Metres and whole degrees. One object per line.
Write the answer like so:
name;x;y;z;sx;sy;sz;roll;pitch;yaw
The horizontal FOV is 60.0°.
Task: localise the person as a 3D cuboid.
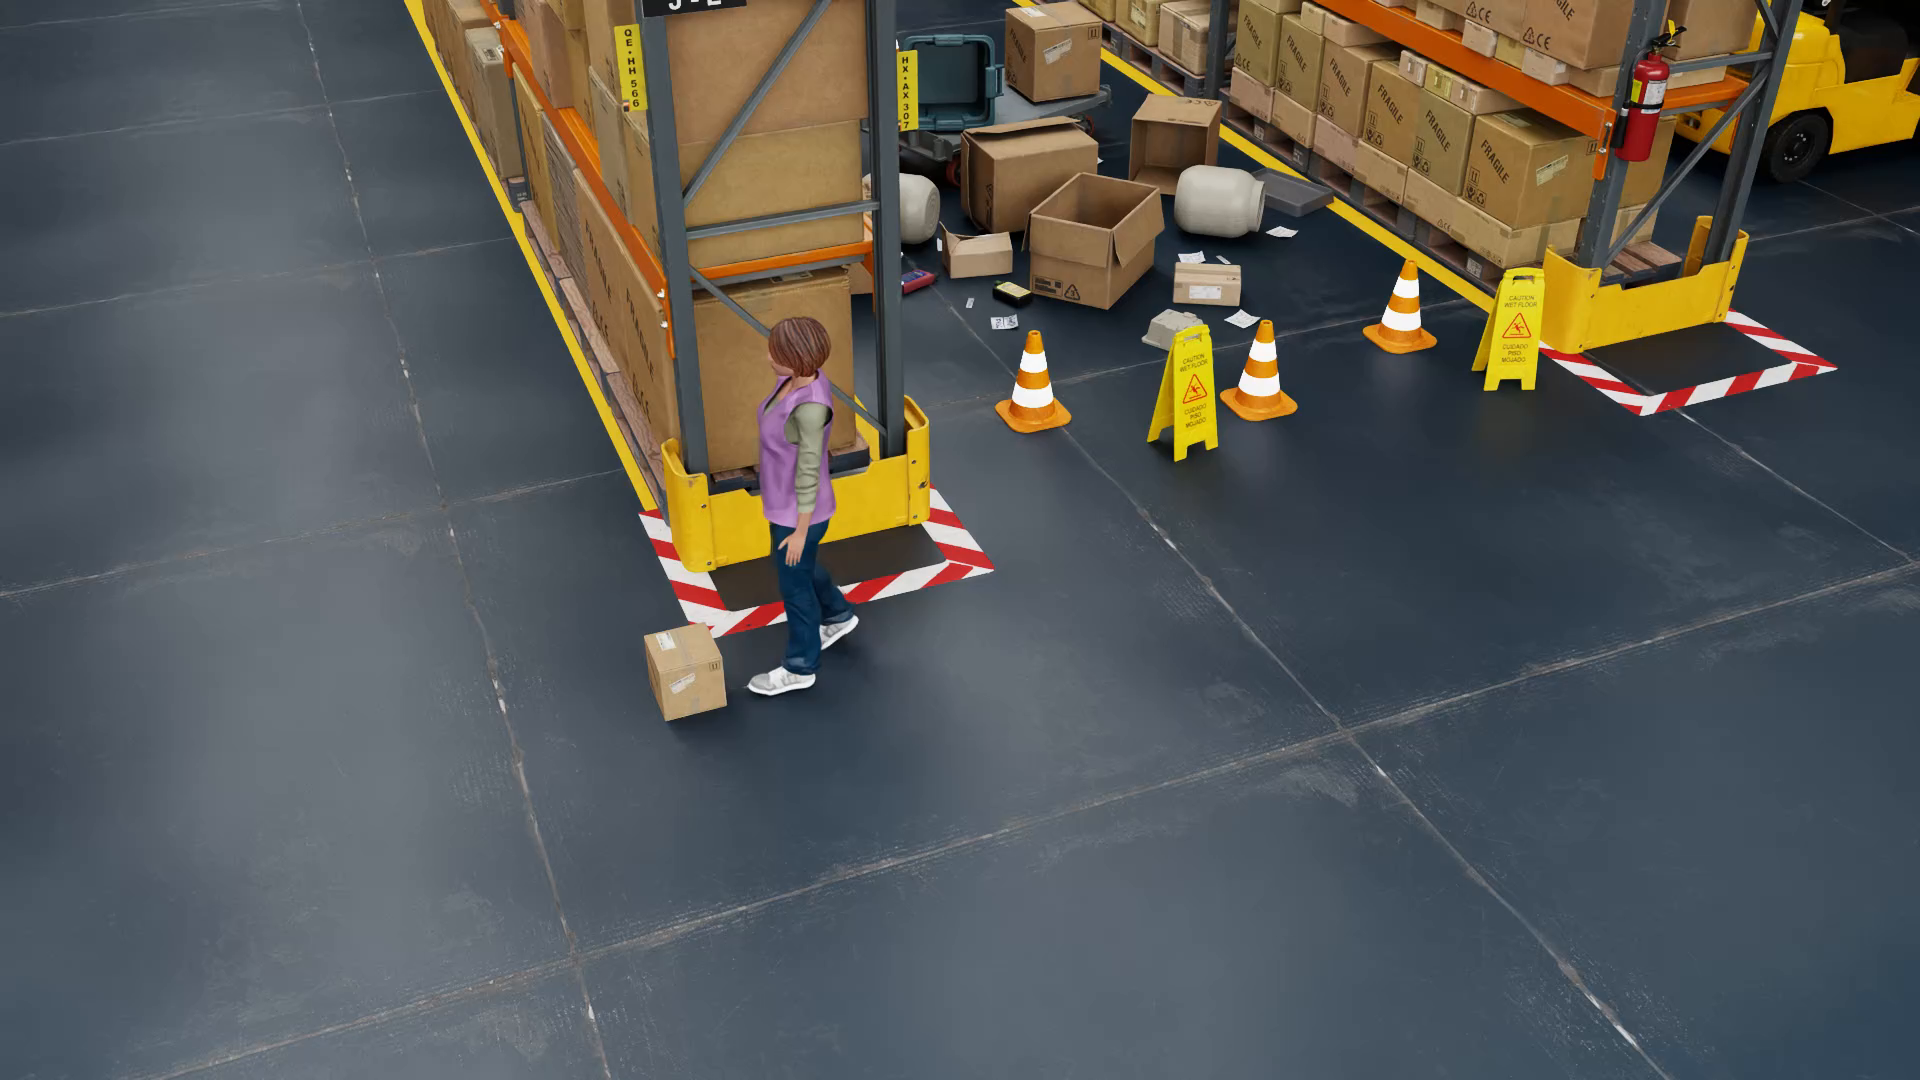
person;-0.626;-0.121;6.330;0.483;1.614;0.471;-6;34;-9
